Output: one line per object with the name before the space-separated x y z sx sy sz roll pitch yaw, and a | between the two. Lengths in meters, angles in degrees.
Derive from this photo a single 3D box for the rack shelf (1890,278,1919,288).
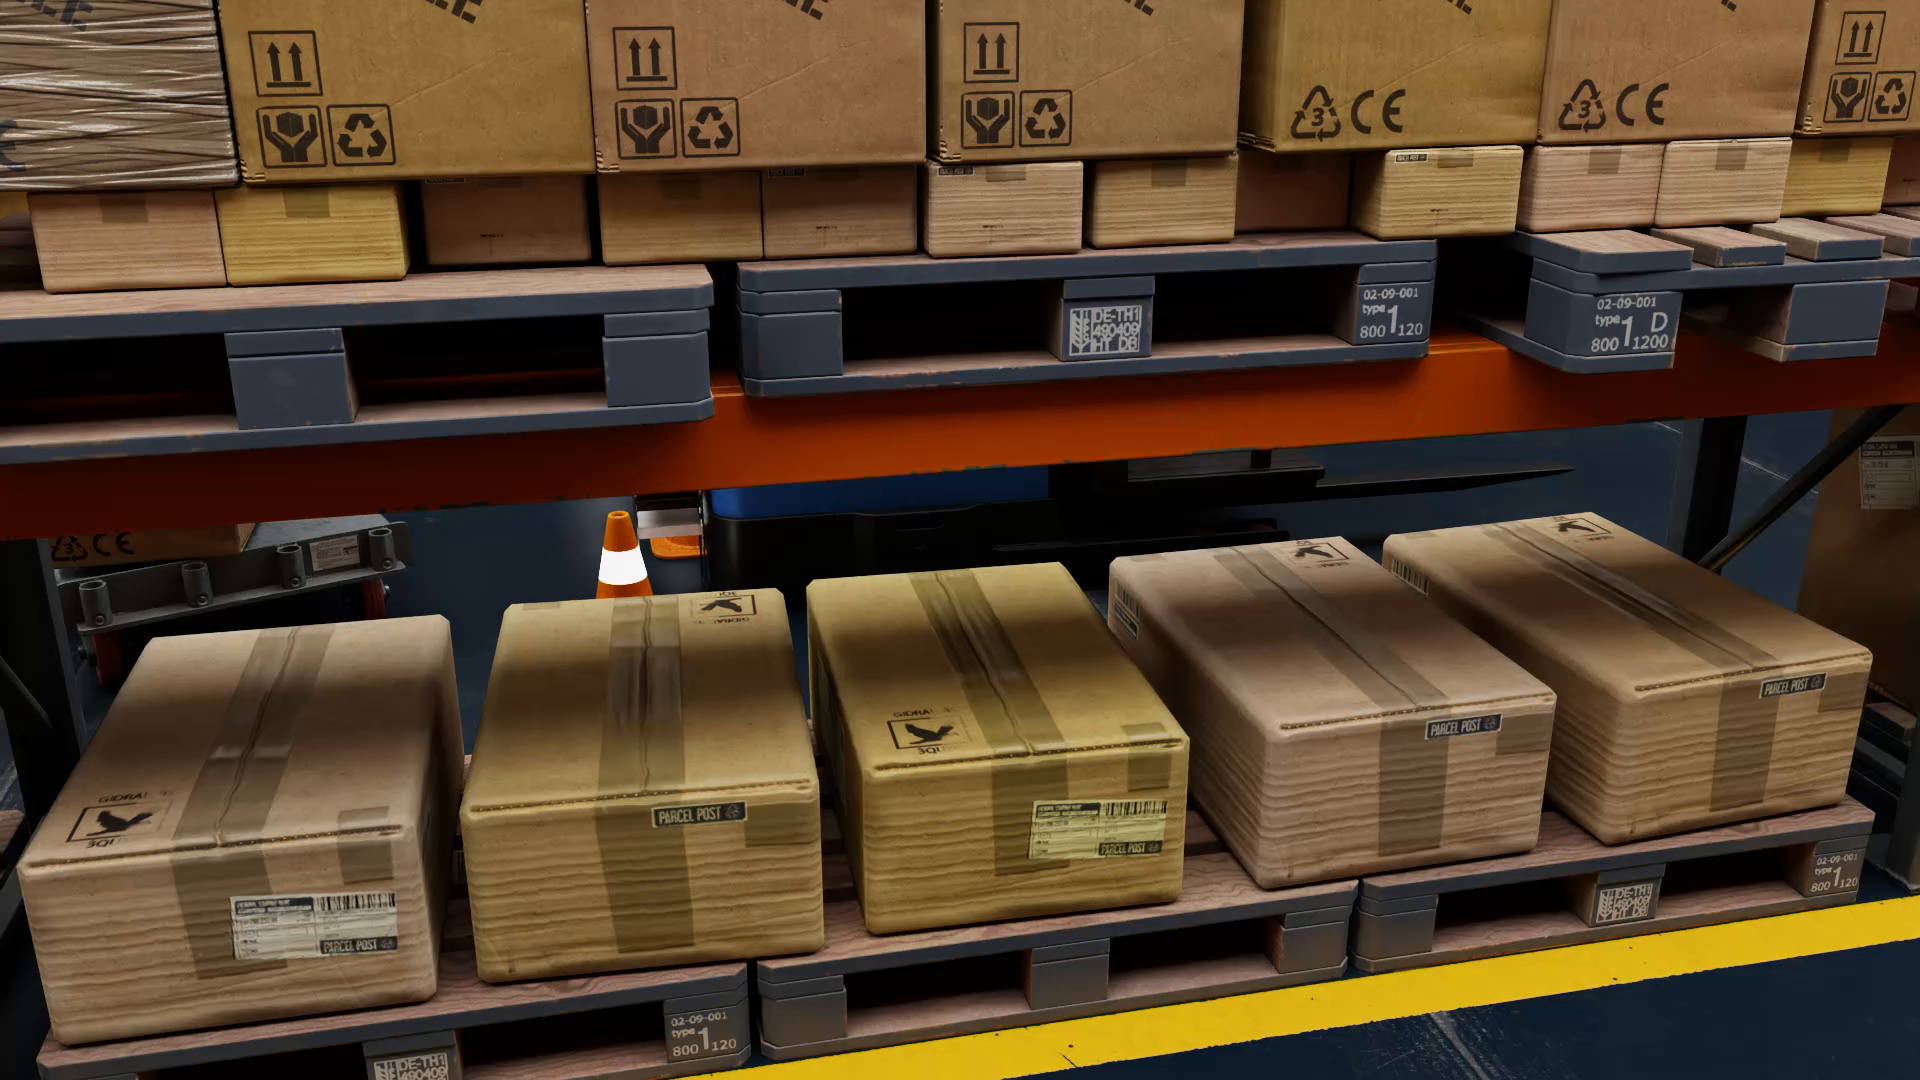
rack shelf | 3.992 -0.616 4.182 4.000 0.370 1.077 -5 21 -12

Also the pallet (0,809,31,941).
pallet | -2.492 0.895 3.065 1.213 0.211 1.003 -5 21 -12

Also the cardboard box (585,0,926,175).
cardboard box | -0.353 -0.879 2.664 0.500 0.500 0.500 -5 21 -13

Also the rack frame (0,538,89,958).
rack frame | -1.847 -0.479 2.762 0.127 3.000 1.000 -5 21 -12

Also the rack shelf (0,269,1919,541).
rack shelf | 0.100 -0.300 3.318 4.000 0.370 1.077 -5 21 -12

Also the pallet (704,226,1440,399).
pallet | 0.129 -0.536 3.194 1.213 0.211 1.003 -5 21 -12

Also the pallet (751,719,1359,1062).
pallet | 0.100 0.670 3.678 1.213 0.211 1.003 -5 21 -12

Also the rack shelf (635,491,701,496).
rack shelf | -0.922 -0.218 5.200 0.200 0.077 0.258 -4 21 -12

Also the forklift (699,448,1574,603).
forklift | 0.616 -1.422 5.435 3.031 2.935 1.130 -4 21 -11

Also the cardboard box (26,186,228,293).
cardboard box | -1.236 -0.497 2.564 0.250 0.149 0.380 -4 21 -12

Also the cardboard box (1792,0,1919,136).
cardboard box | 1.668 -1.051 3.134 0.500 0.500 0.500 -5 21 -14

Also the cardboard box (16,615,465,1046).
cardboard box | -1.337 0.515 3.258 0.625 0.372 0.950 -4 21 -12

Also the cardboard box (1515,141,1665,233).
cardboard box | 1.055 -0.673 3.045 0.250 0.149 0.380 -6 21 -15

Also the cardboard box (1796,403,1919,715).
cardboard box | 2.737 -0.022 3.993 0.875 0.875 0.875 -5 21 -13

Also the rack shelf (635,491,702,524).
rack shelf | -0.922 -0.134 5.231 0.200 0.077 0.258 -4 21 -12

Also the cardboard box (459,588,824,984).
cardboard box | -0.638 0.457 3.416 0.625 0.372 0.950 -3 20 -9

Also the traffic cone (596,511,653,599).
traffic cone | -0.962 0.145 4.746 0.334 0.463 0.336 -5 21 -12

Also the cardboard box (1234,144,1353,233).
cardboard box | 0.517 -0.669 3.034 0.250 0.149 0.380 -4 21 -12

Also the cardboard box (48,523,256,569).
cardboard box | -2.285 -0.255 4.682 0.500 0.500 0.500 -5 21 -12

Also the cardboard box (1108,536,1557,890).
cardboard box | 0.778 0.343 3.727 0.625 0.372 0.950 -5 21 -14

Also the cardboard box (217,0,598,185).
cardboard box | -0.837 -0.844 2.570 0.500 0.500 0.500 -5 21 -12

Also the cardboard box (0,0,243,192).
cardboard box | -1.324 -0.804 2.461 0.500 0.500 0.500 -4 21 -11

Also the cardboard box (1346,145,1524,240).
cardboard box | 0.791 -0.646 2.973 0.250 0.149 0.380 -4 21 -12

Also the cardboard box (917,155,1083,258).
cardboard box | 0.039 -0.590 2.820 0.250 0.149 0.380 -4 20 -10

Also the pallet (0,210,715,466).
pallet | -1.069 -0.401 2.828 1.213 0.211 1.003 -5 21 -12

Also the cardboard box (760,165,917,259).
cardboard box | -0.232 -0.587 2.810 0.250 0.149 0.380 -4 21 -12

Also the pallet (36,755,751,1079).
pallet | -1.089 0.768 3.412 1.213 0.211 1.003 -5 21 -12

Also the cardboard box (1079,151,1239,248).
cardboard box | 0.292 -0.621 2.905 0.250 0.149 0.380 -5 21 -14

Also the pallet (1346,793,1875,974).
pallet | 1.285 0.575 3.939 1.213 0.211 1.003 -5 21 -12

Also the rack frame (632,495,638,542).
rack frame | -1.021 -0.242 5.168 0.006 0.900 0.240 -4 21 -12

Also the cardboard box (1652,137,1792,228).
cardboard box | 1.302 -0.690 3.092 0.250 0.149 0.380 -5 21 -13

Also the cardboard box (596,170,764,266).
cardboard box | -0.473 -0.568 2.758 0.250 0.149 0.380 -4 21 -12

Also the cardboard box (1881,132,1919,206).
cardboard box | 1.781 -0.770 3.312 0.250 0.149 0.380 -4 20 -10

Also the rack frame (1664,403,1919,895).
rack frame | 2.046 -0.796 3.627 0.127 3.000 1.000 -5 21 -12

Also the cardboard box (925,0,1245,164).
cardboard box | 0.145 -0.923 2.785 0.500 0.500 0.500 -6 21 -15

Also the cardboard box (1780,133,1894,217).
cardboard box | 1.537 -0.725 3.188 0.250 0.149 0.380 -4 21 -12

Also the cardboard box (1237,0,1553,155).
cardboard box | 0.676 -0.966 2.902 0.500 0.500 0.500 -6 21 -16

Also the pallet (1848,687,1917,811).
pallet | 2.831 0.476 4.208 1.213 0.211 1.003 -5 21 -12

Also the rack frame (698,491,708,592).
rack frame | -0.823 -0.257 5.209 0.006 0.900 0.240 -4 21 -12

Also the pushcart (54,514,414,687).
pushcart | -2.420 -0.007 5.286 0.936 0.377 1.648 -13 24 -31

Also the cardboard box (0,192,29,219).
cardboard box | -3.712 -1.301 7.485 0.875 0.875 0.875 -4 21 -12

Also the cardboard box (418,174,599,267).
cardboard box | -0.733 -0.561 2.741 0.250 0.149 0.380 -3 20 -9

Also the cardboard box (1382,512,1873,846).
cardboard box | 1.494 0.282 3.893 0.625 0.372 0.950 -6 21 -16

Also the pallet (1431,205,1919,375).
pallet | 1.377 -0.614 3.408 1.003 0.211 1.213 -5 21 -12

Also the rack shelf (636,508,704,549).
rack shelf | -0.922 -0.049 5.262 0.200 0.077 0.258 -4 21 -12

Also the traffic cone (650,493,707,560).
traffic cone | -0.910 -0.213 5.722 0.334 0.463 0.336 -5 21 -12

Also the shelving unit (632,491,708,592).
shelving unit | -0.922 -0.250 5.188 0.210 0.900 0.258 -4 21 -12

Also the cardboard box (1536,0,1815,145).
cardboard box | 1.167 -1.006 3.012 0.500 0.500 0.500 -5 21 -13

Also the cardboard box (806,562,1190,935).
cardboard box | 0.038 0.401 3.568 0.625 0.372 0.950 -4 20 -11

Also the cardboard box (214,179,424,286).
cardboard box | -0.991 -0.513 2.610 0.250 0.149 0.380 -4 21 -11
